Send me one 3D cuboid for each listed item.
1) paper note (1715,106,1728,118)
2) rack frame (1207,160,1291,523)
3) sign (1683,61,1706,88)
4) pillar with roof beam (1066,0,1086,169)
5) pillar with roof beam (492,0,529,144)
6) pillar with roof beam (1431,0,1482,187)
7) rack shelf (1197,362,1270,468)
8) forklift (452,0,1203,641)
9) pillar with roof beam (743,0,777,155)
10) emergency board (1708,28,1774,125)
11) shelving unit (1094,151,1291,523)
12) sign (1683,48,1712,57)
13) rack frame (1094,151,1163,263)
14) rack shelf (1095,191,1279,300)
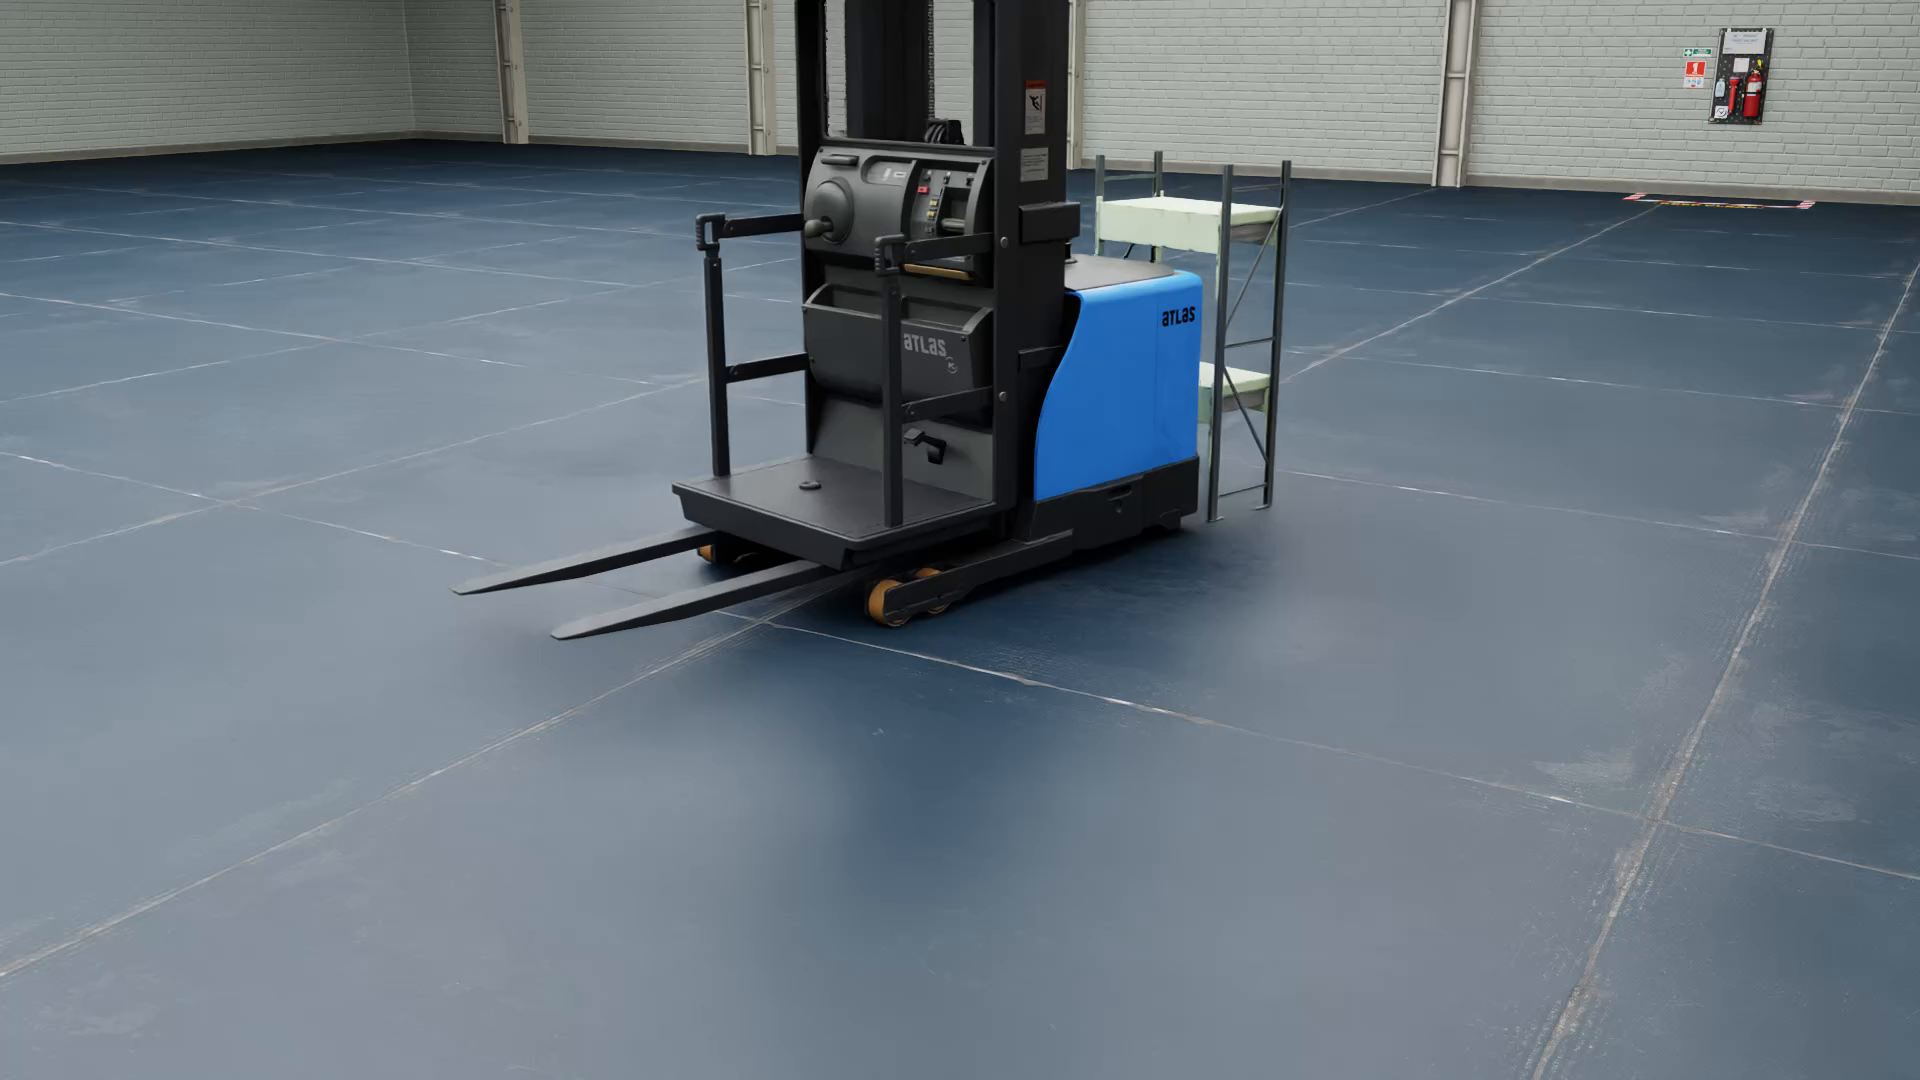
[{"bbox_3d":[9.693,-5.448,21.170,0.142,0.148,0.016,10,20,30],"label":"paper note"},{"bbox_3d":[1.222,-0.831,7.036,0.400,1.500,0.023,-14,22,-38],"label":"rack frame"},{"bbox_3d":[9.391,-5.952,21.253,0.234,0.329,0.001,10,20,30],"label":"sign"},{"bbox_3d":[-0.585,-9.069,21.255,0.400,9.000,9.100,10,20,30],"label":"pillar with roof beam"},{"bbox_3d":[-10.810,-10.895,27.264,0.400,9.000,9.100,10,20,30],"label":"pillar with roof beam"},{"bbox_3d":[4.528,-8.157,18.251,0.400,9.000,9.100,10,20,30],"label":"pillar with roof beam"},{"bbox_3d":[0.987,-0.600,7.399,0.431,0.370,0.720,-14,22,-38],"label":"rack shelf"},{"bbox_3d":[-0.392,-1.263,5.998,3.031,2.935,1.130,-16,23,-42],"label":"forklift"},{"bbox_3d":[-5.698,-9.982,24.260,0.400,9.000,9.100,10,20,30],"label":"pillar with roof beam"},{"bbox_3d":[9.808,-5.825,20.897,0.643,1.169,0.194,10,20,30],"label":"emergency board"},{"bbox_3d":[0.987,-0.912,7.304,0.431,1.500,0.755,-14,22,-38],"label":"shelving unit"},{"bbox_3d":[9.390,-6.202,21.166,0.331,0.109,0.001,10,20,30],"label":"sign"},{"bbox_3d":[0.752,-0.994,7.573,0.400,1.500,0.023,-14,22,-38],"label":"rack frame"},{"bbox_3d":[0.987,-1.286,7.191,0.431,0.370,0.720,-14,22,-38],"label":"rack shelf"}]
